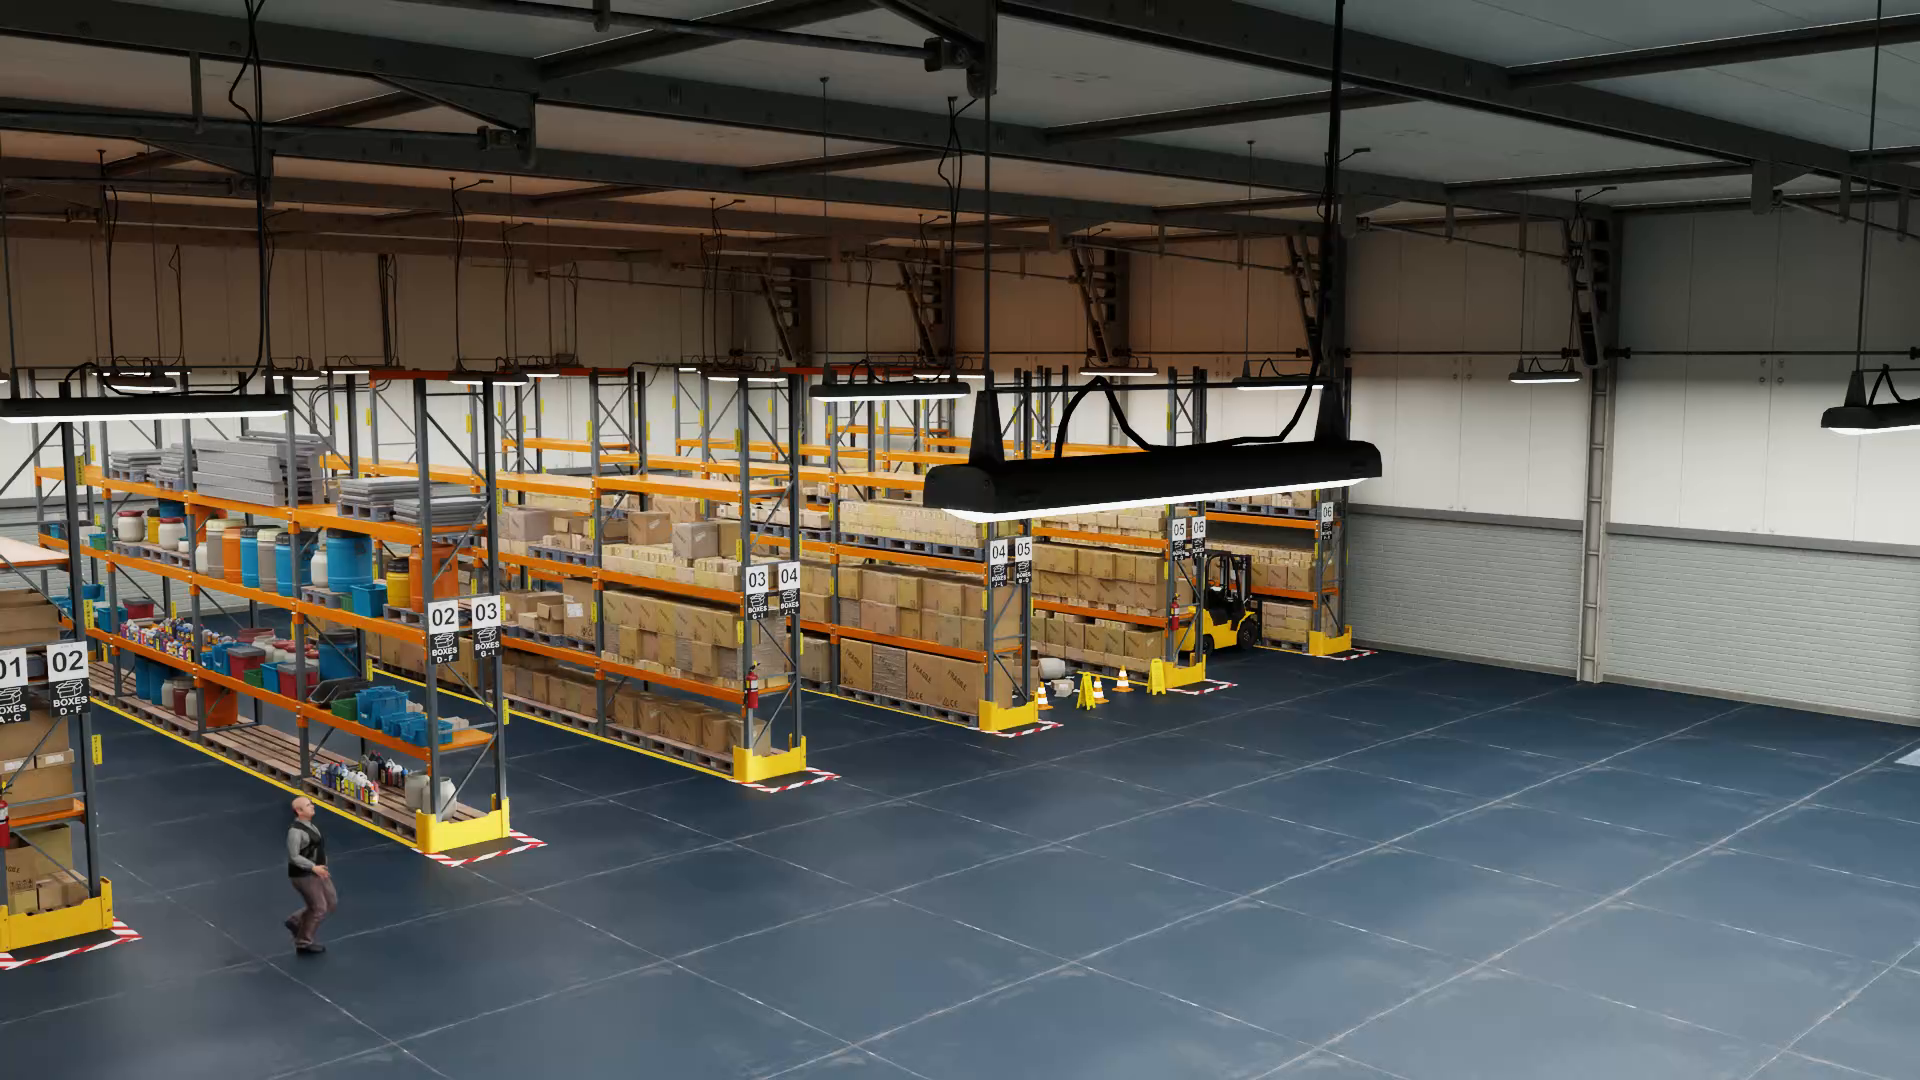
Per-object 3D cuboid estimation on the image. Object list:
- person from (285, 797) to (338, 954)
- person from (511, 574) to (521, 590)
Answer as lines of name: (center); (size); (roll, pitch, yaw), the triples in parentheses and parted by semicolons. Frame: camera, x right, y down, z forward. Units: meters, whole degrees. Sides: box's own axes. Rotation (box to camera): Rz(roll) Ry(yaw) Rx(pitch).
person: (-6.885, 3.560, 17.557); (0.528, 1.618, 0.666); (-1, 7, -9)
person: (-10.821, 0.849, 40.919); (0.752, 1.785, 0.676); (-6, 9, -43)
